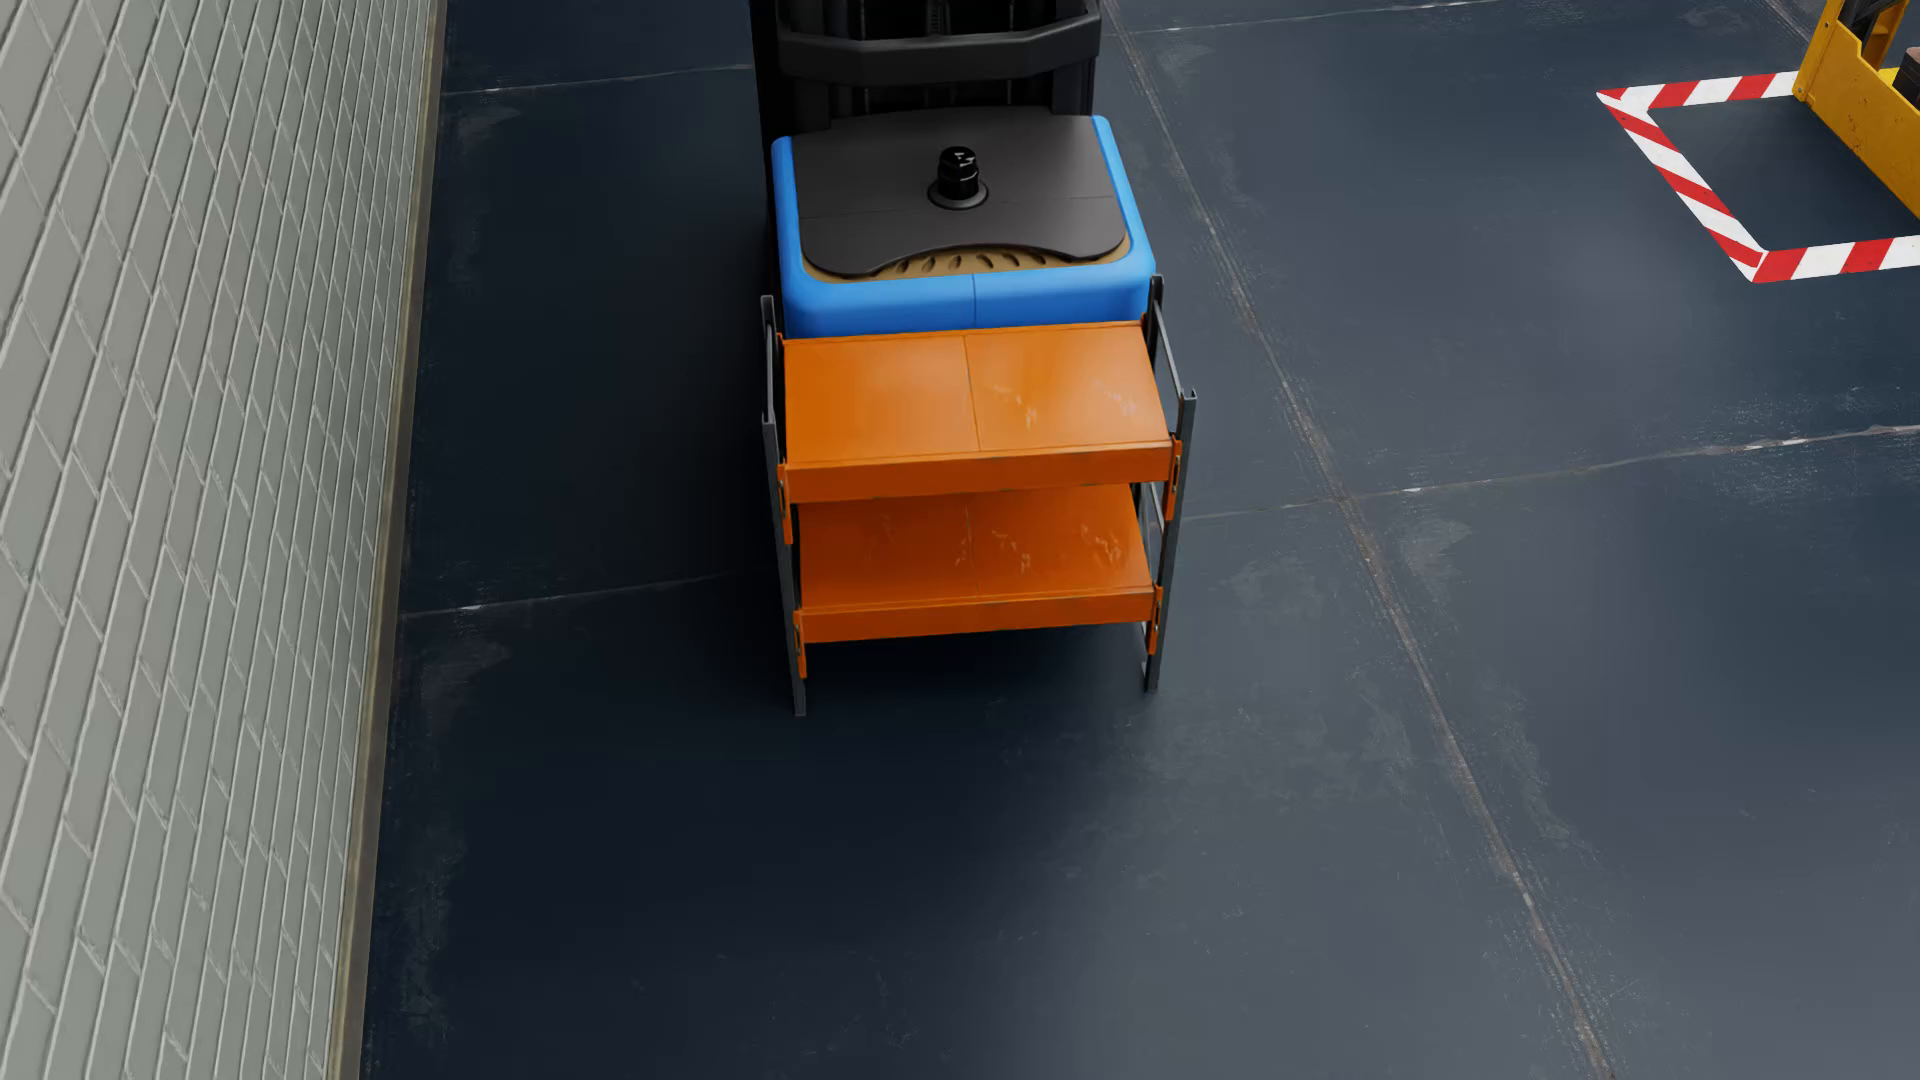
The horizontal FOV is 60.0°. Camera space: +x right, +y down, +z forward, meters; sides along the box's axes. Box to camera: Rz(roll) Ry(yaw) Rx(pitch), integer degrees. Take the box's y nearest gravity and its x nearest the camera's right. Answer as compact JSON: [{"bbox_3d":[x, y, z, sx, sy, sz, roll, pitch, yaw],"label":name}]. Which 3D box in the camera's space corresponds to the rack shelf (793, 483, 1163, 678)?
[{"bbox_3d":[0.029,0.074,4.737,1.000,0.278,0.538,-4,46,-3],"label":"rack shelf"}]

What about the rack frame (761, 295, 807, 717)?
[{"bbox_3d":[-0.477,-0.064,4.530,0.032,1.125,0.500,-4,46,-3],"label":"rack frame"}]

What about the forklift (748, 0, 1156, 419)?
[{"bbox_3d":[-0.140,-2.018,5.159,1.130,2.935,3.031,-5,46,-5],"label":"forklift"}]

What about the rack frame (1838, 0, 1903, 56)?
[{"bbox_3d":[3.730,-2.581,5.654,0.127,3.000,1.000,-7,46,-7],"label":"rack frame"}]

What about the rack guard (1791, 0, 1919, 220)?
[{"bbox_3d":[3.805,-1.723,6.563,0.348,0.500,1.175,-7,46,-7],"label":"rack guard"}]

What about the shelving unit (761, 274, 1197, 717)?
[{"bbox_3d":[0.029,-0.096,4.561,1.048,1.125,0.538,-4,46,-3],"label":"shelving unit"}]

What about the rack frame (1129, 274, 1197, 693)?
[{"bbox_3d":[0.535,-0.128,4.592,0.032,1.125,0.500,-4,46,-3],"label":"rack frame"}]

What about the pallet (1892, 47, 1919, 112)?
[{"bbox_3d":[4.611,-1.697,6.739,1.213,0.211,1.003,-7,46,-7],"label":"pallet"}]

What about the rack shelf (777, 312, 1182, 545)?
[{"bbox_3d":[0.029,-0.299,4.350,1.000,0.278,0.538,-4,46,-3],"label":"rack shelf"}]
